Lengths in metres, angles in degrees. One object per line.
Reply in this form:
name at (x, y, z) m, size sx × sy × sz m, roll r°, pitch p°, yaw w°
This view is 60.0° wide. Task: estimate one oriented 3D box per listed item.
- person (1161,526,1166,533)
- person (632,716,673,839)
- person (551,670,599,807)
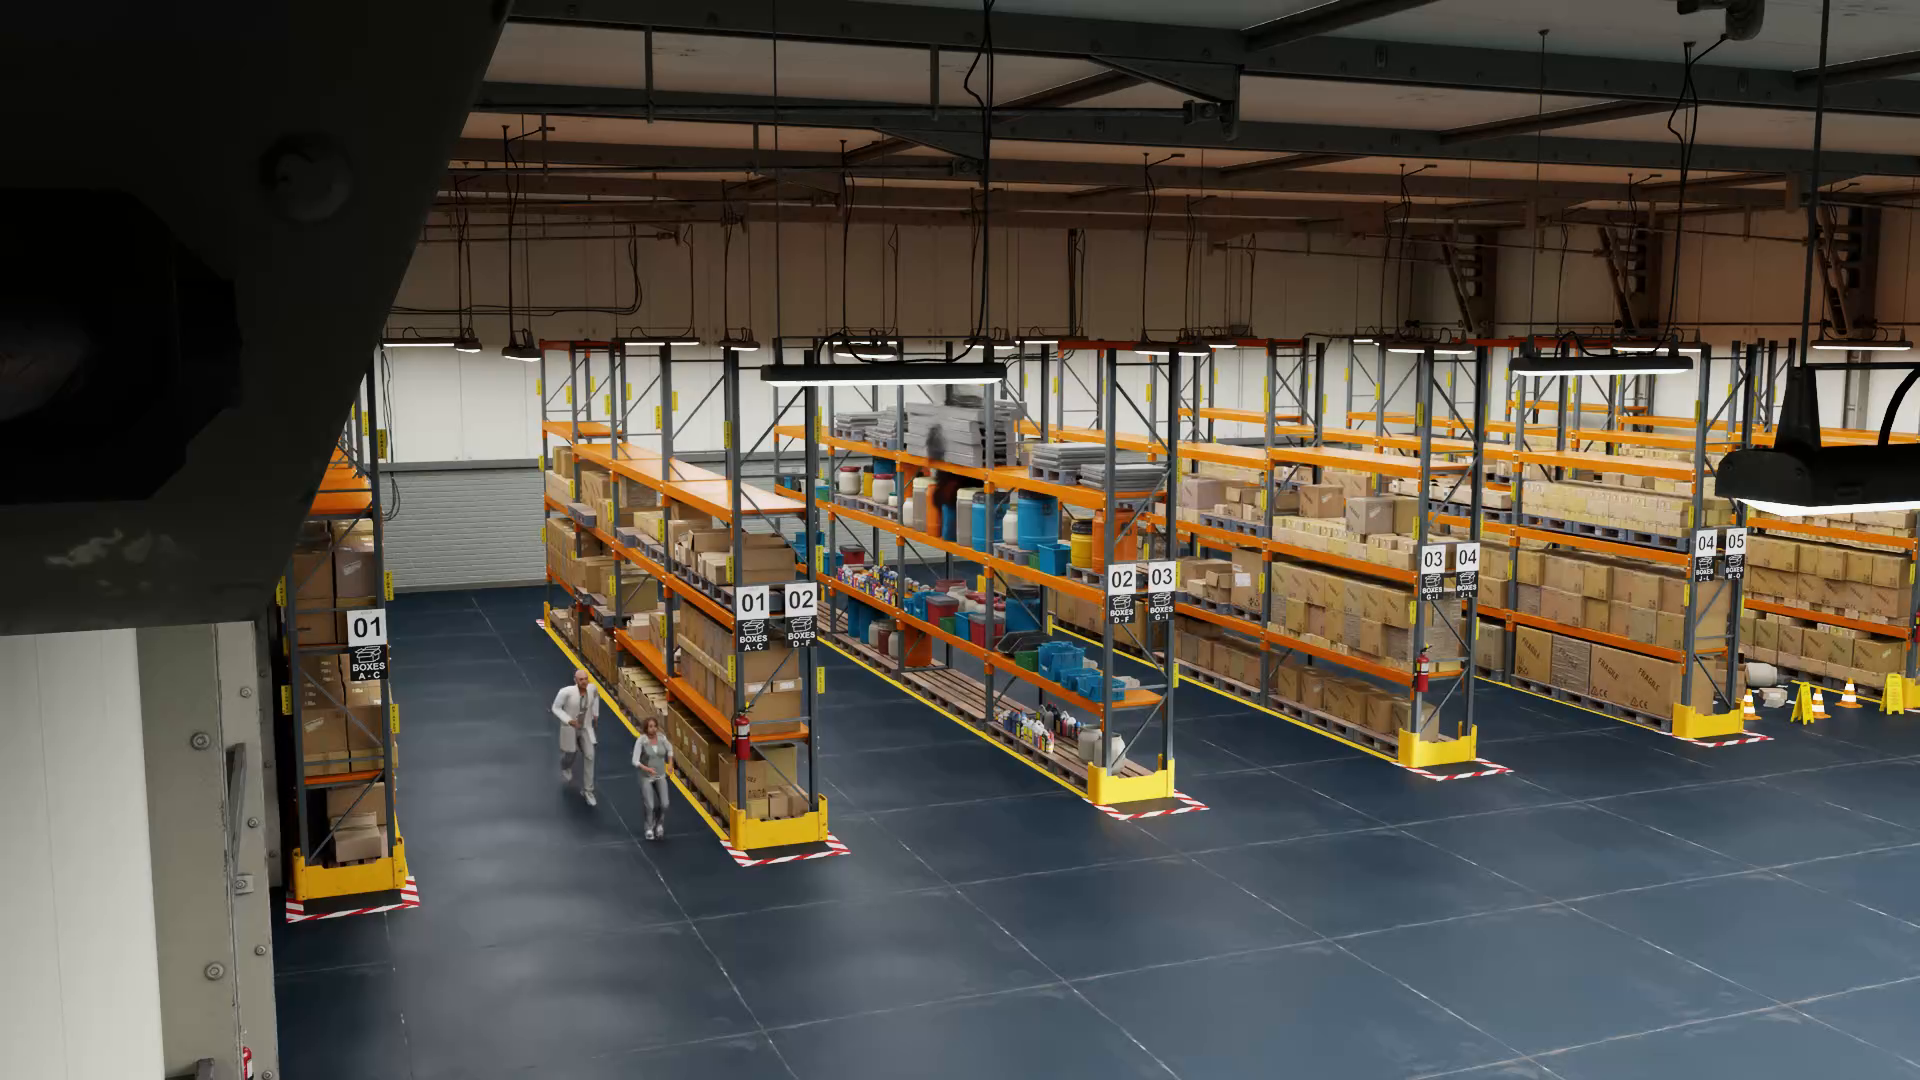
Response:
person at (5.287, 0.029, 41.755) m, size 0.762 × 1.835 × 0.625 m, roll -7°, pitch 10°, yaw -43°
person at (-3.719, 2.916, 20.289) m, size 0.560 × 1.562 × 0.600 m, roll -4°, pitch 8°, yaw -26°
person at (-5.145, 2.578, 22.286) m, size 0.712 × 1.778 × 1.189 m, roll -4°, pitch 9°, yaw -31°
